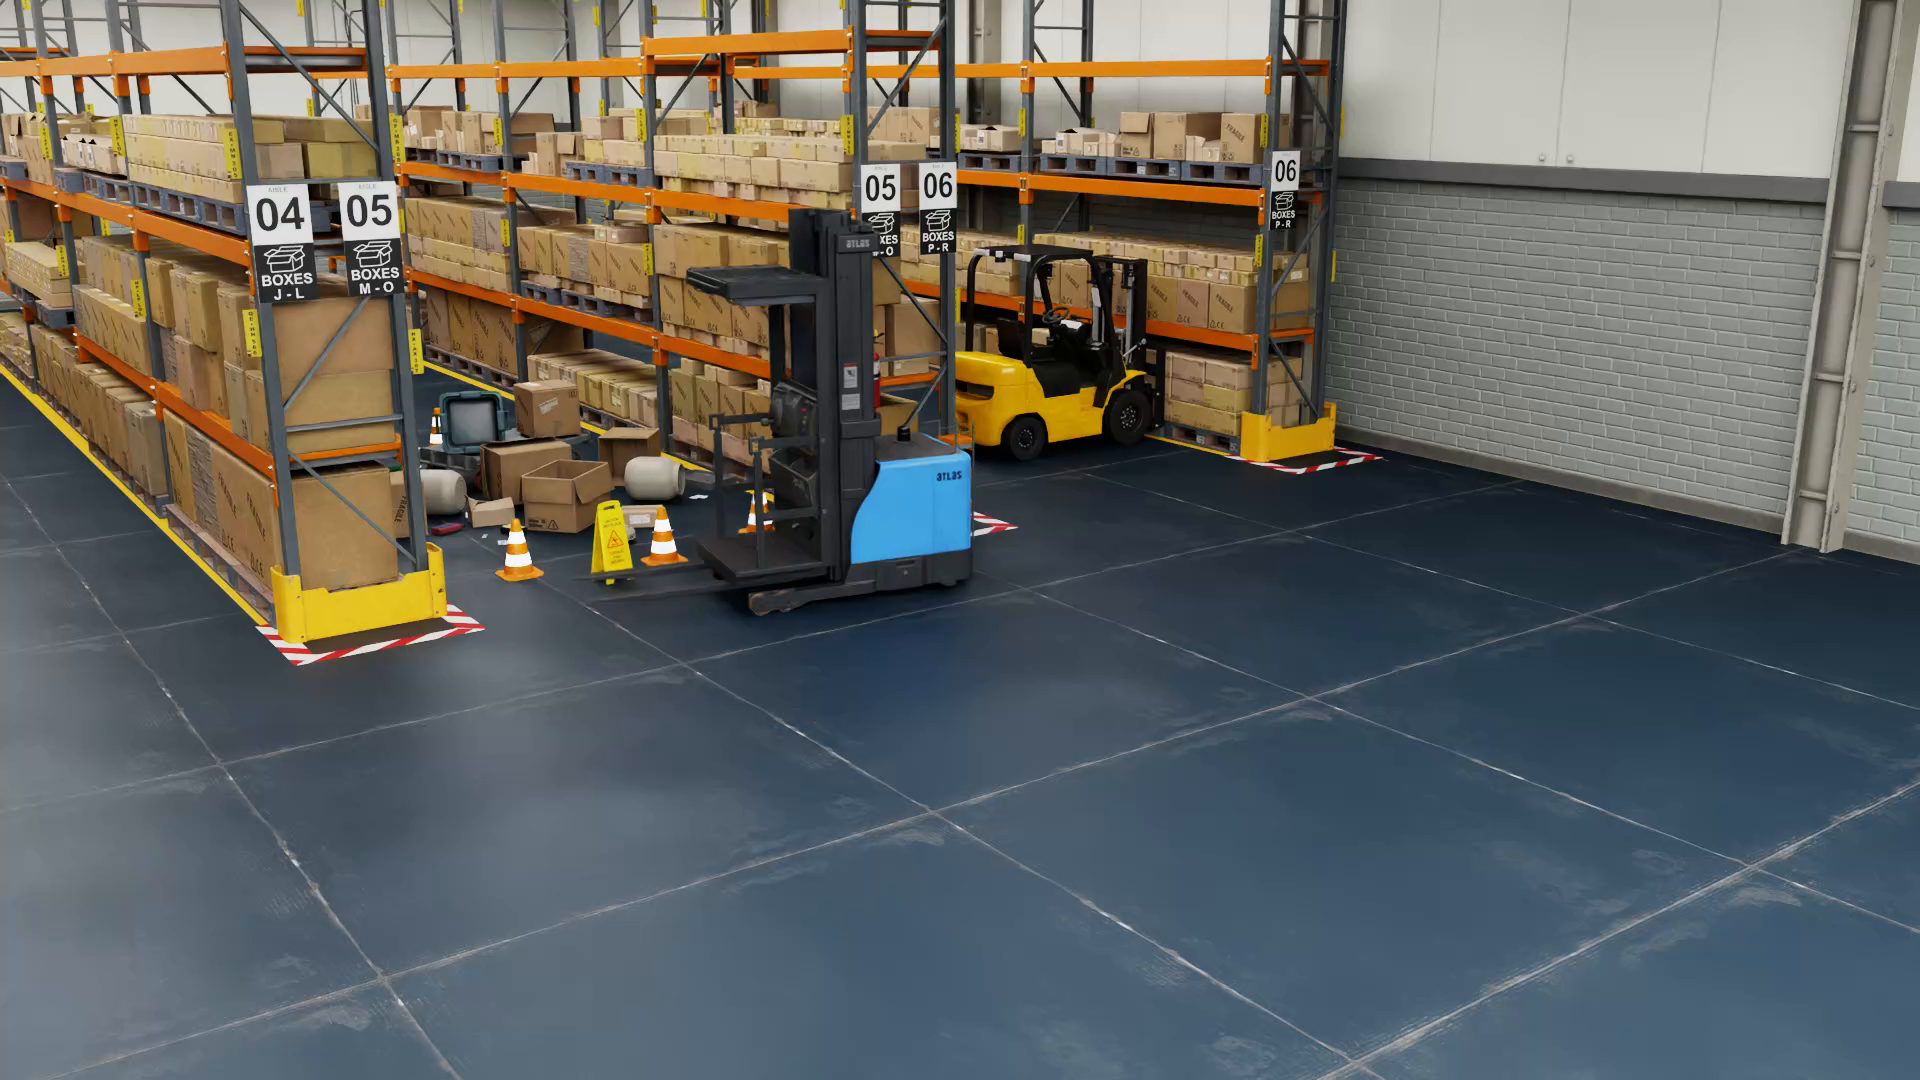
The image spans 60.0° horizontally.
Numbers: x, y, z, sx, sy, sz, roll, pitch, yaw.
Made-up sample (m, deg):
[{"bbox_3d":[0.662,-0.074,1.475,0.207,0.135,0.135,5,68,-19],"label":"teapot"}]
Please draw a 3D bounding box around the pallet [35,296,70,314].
[{"bbox_3d":[-10.325,-2.865,19.724,1.003,0.211,1.213,-11,19,-35],"label":"pallet"}]

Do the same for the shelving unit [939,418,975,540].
[{"bbox_3d":[-0.031,-0.518,14.479,0.215,1.050,0.252,-11,19,-35],"label":"shelving unit"}]

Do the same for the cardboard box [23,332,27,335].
[{"bbox_3d":[-12.323,-2.713,22.284,0.380,0.149,0.250,-10,18,-33],"label":"cardboard box"}]

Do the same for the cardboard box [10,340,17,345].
[{"bbox_3d":[-13.104,-2.849,23.345,0.380,0.149,0.250,-12,19,-37],"label":"cardboard box"}]

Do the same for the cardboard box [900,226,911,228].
[{"bbox_3d":[-0.891,-4.242,22.973,0.380,0.149,0.250,-10,18,-33],"label":"cardboard box"}]

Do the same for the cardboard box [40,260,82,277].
[{"bbox_3d":[-9.933,-2.997,18.396,0.380,0.149,0.250,-11,19,-35],"label":"cardboard box"}]

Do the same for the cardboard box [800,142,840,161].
[{"bbox_3d":[-1.203,-3.472,14.862,0.380,0.149,0.250,-11,19,-35],"label":"cardboard box"}]

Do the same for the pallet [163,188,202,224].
[{"bbox_3d":[-5.590,-2.654,13.077,1.003,0.211,1.213,-11,19,-35],"label":"pallet"}]

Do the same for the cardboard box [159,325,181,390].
[{"bbox_3d":[-6.549,-1.682,14.755,0.875,0.550,0.550,-11,19,-35],"label":"cardboard box"}]

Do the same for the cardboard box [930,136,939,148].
[{"bbox_3d":[-0.164,-5.177,21.616,0.380,0.149,0.250,-11,19,-35],"label":"cardboard box"}]

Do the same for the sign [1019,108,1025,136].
[{"bbox_3d":[0.748,-5.009,19.939,0.100,0.325,0.005,-11,19,-35],"label":"sign"}]

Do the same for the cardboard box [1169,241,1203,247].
[{"bbox_3d":[2.622,-3.338,19.108,0.380,0.149,0.250,-11,19,-34],"label":"cardboard box"}]

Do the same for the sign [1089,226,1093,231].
[{"bbox_3d":[1.629,-3.790,20.952,0.100,0.325,0.005,-11,19,-35],"label":"sign"}]

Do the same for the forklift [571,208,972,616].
[{"bbox_3d":[-1.460,-1.003,12.689,3.031,2.935,1.130,-7,17,-24],"label":"forklift"}]

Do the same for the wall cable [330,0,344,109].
[{"bbox_3d":[-12.850,-9.220,31.215,2.355,3.000,0.029,-11,19,-35],"label":"wall cable"}]

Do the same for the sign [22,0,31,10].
[{"bbox_3d":[-13.371,-7.751,23.781,0.100,0.325,0.005,-11,19,-35],"label":"sign"}]

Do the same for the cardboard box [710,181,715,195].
[{"bbox_3d":[-2.240,-3.479,16.398,0.380,0.149,0.250,-12,19,-36],"label":"cardboard box"}]

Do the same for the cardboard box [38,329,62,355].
[{"bbox_3d":[-10.944,-2.441,20.333,0.500,0.250,0.500,-10,18,-33],"label":"cardboard box"}]

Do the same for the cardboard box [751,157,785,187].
[{"bbox_3d":[-1.602,-3.425,15.448,0.500,0.250,0.500,-10,18,-33],"label":"cardboard box"}]

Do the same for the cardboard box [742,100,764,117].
[{"bbox_3d":[-3.287,-6.821,26.276,0.396,0.266,0.258,-11,19,-35],"label":"cardboard box"}]

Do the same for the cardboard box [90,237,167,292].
[{"bbox_3d":[-8.574,-2.866,17.282,0.700,0.500,0.500,-11,19,-35],"label":"cardboard box"}]

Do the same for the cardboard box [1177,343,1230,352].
[{"bbox_3d":[2.822,-2.099,19.081,0.500,0.250,0.500,-11,19,-35],"label":"cardboard box"}]

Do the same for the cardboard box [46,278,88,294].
[{"bbox_3d":[-9.787,-2.800,18.243,0.380,0.149,0.250,-10,18,-33],"label":"cardboard box"}]

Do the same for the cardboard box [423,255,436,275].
[{"bbox_3d":[-7.185,-3.867,23.308,0.500,0.250,0.500,-11,19,-36],"label":"cardboard box"}]

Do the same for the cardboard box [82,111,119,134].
[{"bbox_3d":[-9.628,-4.693,18.718,0.396,0.266,0.258,-11,19,-35],"label":"cardboard box"}]

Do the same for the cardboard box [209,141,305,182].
[{"bbox_3d":[-4.938,-2.662,11.675,0.500,0.250,0.500,-11,19,-34],"label":"cardboard box"}]

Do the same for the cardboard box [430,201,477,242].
[{"bbox_3d":[-6.895,-4.365,22.758,0.500,0.500,0.500,-11,19,-36],"label":"cardboard box"}]

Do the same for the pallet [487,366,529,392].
[{"bbox_3d":[-5.586,-2.166,22.089,1.003,0.211,1.213,-11,19,-35],"label":"pallet"}]

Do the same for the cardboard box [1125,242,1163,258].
[{"bbox_3d":[2.111,-3.325,19.061,0.380,0.149,0.250,-11,19,-34],"label":"cardboard box"}]

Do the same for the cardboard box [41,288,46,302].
[{"bbox_3d":[-10.086,-2.764,18.674,0.380,0.149,0.250,-10,18,-34],"label":"cardboard box"}]

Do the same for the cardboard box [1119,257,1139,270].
[{"bbox_3d":[2.049,-3.167,19.046,0.380,0.149,0.250,-11,19,-36],"label":"cardboard box"}]

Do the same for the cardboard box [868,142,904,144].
[{"bbox_3d":[-0.684,-3.492,14.934,0.380,0.149,0.250,-11,19,-35],"label":"cardboard box"}]

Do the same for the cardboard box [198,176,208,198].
[{"bbox_3d":[-5.341,-2.590,12.166,0.380,0.149,0.250,-11,19,-34],"label":"cardboard box"}]

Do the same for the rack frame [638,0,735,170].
[{"bbox_3d":[-2.831,-5.370,17.150,1.000,3.000,0.127,-11,19,-35],"label":"rack frame"}]

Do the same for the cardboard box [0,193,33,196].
[{"bbox_3d":[-12.573,-4.348,22.134,0.500,0.500,0.500,-10,18,-33],"label":"cardboard box"}]

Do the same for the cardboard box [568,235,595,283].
[{"bbox_3d":[-4.188,-3.262,19.265,0.500,0.500,0.500,-12,19,-37],"label":"cardboard box"}]

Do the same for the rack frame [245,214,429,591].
[{"bbox_3d":[-4.424,-0.832,11.936,1.000,3.000,0.127,-11,19,-35],"label":"rack frame"}]

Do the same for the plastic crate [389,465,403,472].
[{"bbox_3d":[-5.614,-0.524,16.027,0.450,0.188,0.662,-11,16,-3],"label":"plastic crate"}]

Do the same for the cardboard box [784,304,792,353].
[{"bbox_3d":[-1.312,-1.995,15.430,0.500,0.500,0.500,-11,19,-34],"label":"cardboard box"}]

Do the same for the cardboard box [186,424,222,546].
[{"bbox_3d":[-5.930,-0.527,14.050,0.875,0.875,0.875,-11,19,-34],"label":"cardboard box"}]

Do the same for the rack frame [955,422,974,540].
[{"bbox_3d":[0.040,-0.492,14.384,0.200,1.050,0.008,-11,19,-35],"label":"rack frame"}]

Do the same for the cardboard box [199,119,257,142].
[{"bbox_3d":[-5.193,-2.921,11.865,0.380,0.149,0.250,-10,18,-34],"label":"cardboard box"}]

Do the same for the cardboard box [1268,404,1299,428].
[{"bbox_3d":[3.403,-1.405,18.441,0.500,0.250,0.500,-11,19,-34],"label":"cardboard box"}]

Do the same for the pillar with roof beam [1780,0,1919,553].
[{"bbox_3d":[3.899,-3.626,10.779,9.100,9.000,0.400,-11,19,-35],"label":"pillar with roof beam"}]

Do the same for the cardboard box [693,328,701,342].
[{"bbox_3d":[-2.534,-2.140,17.190,0.380,0.149,0.250,-11,19,-35],"label":"cardboard box"}]

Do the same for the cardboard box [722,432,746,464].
[{"bbox_3d":[-2.066,-0.960,16.814,0.500,0.250,0.500,-11,19,-35],"label":"cardboard box"}]

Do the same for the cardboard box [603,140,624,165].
[{"bbox_3d":[-3.586,-4.265,18.282,0.500,0.250,0.500,-11,19,-34],"label":"cardboard box"}]

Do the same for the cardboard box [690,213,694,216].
[{"bbox_3d":[-4.492,-5.496,28.695,0.500,0.250,0.500,-11,19,-35],"label":"cardboard box"}]

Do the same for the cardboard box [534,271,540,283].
[{"bbox_3d":[-5.004,-3.248,20.442,0.380,0.149,0.250,-12,20,-38],"label":"cardboard box"}]

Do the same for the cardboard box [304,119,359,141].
[{"bbox_3d":[-4.509,-2.968,12.036,0.380,0.149,0.250,-11,19,-34],"label":"cardboard box"}]

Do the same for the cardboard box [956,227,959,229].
[{"bbox_3d":[-0.177,-4.212,22.866,0.380,0.149,0.250,-11,19,-35],"label":"cardboard box"}]

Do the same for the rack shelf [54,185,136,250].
[{"bbox_3d":[-7.952,-3.213,16.316,1.077,0.370,4.000,-11,19,-35],"label":"rack shelf"}]

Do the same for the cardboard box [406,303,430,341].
[{"bbox_3d":[-7.818,-3.302,25.017,0.875,0.438,0.875,-11,19,-35],"label":"cardboard box"}]

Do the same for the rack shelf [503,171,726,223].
[{"bbox_3d":[-4.007,-4.003,19.202,1.077,0.370,4.000,-11,19,-35],"label":"rack shelf"}]

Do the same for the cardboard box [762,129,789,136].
[{"bbox_3d":[-2.744,-6.083,24.927,0.380,0.149,0.250,-10,18,-33],"label":"cardboard box"}]
